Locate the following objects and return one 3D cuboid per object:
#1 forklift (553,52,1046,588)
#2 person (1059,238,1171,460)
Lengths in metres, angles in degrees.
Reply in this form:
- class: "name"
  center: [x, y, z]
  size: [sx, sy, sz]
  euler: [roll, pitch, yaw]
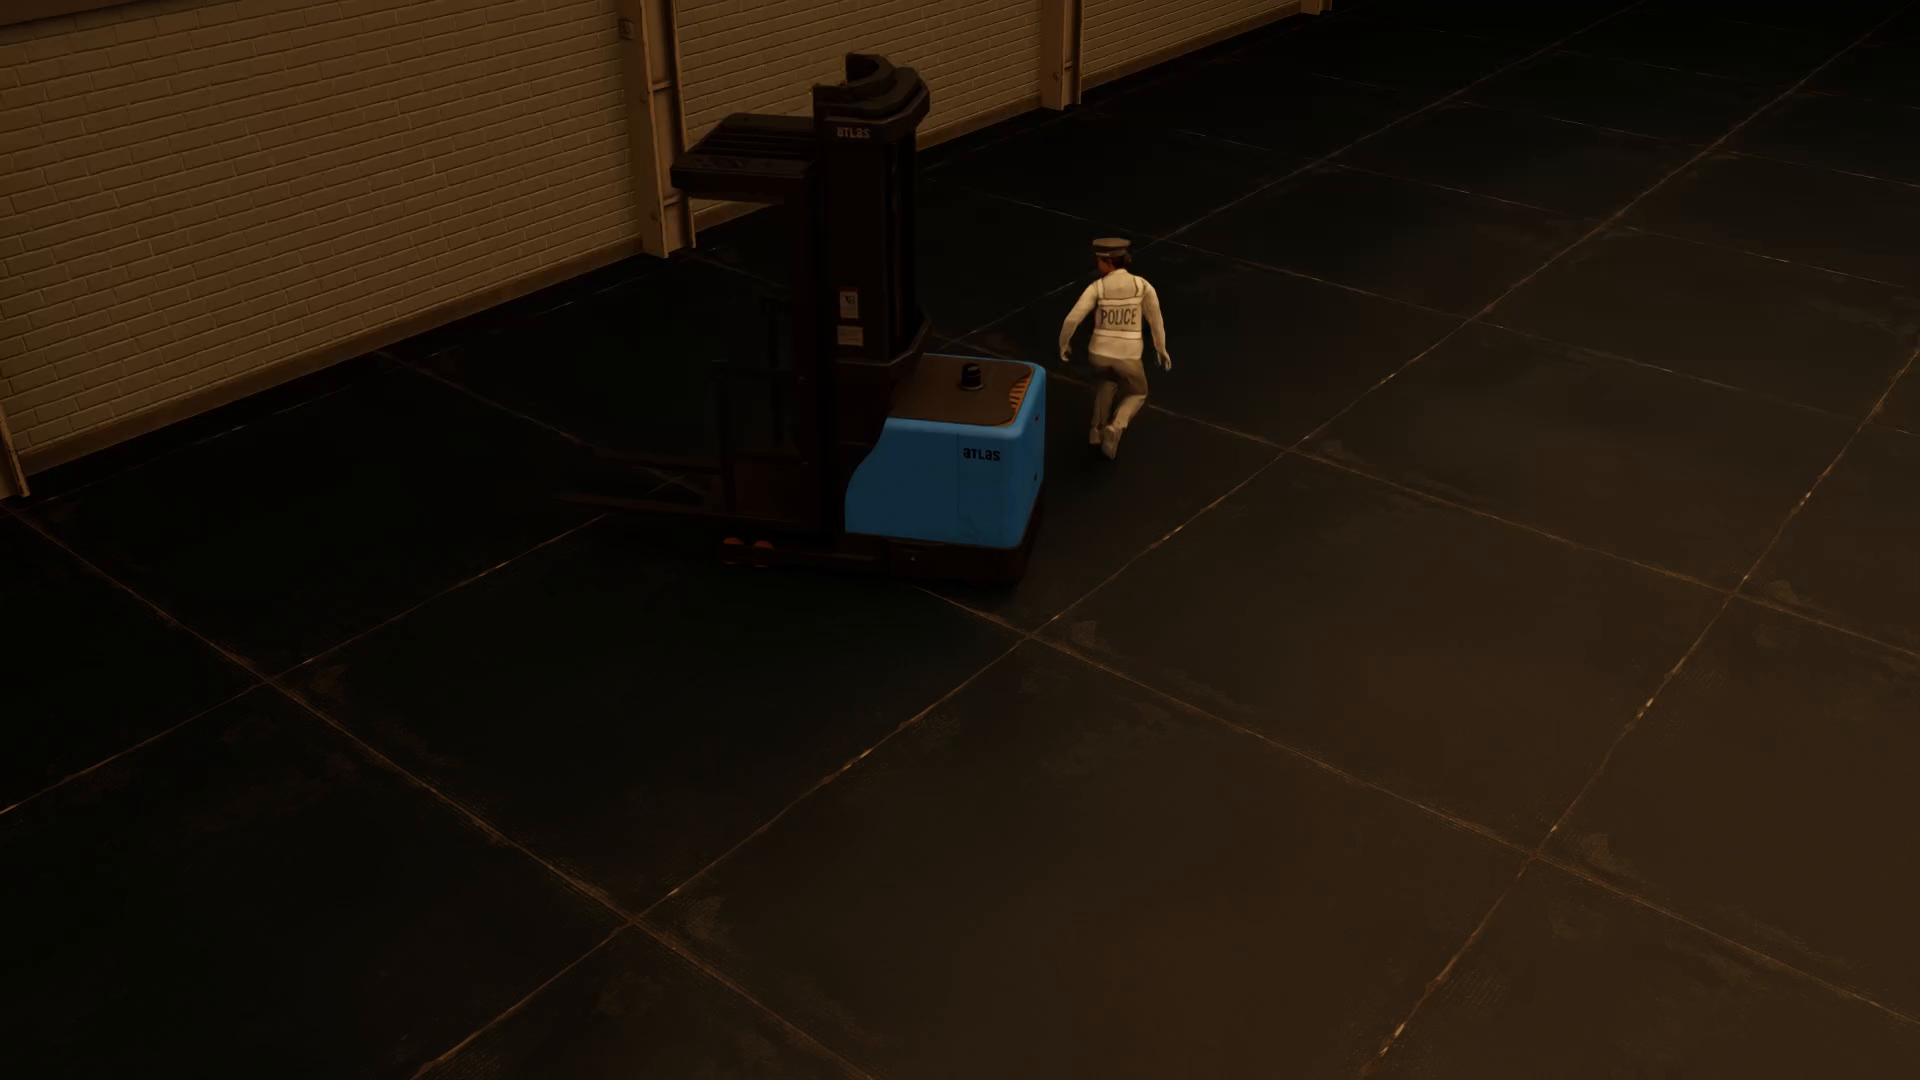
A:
- class: "forklift"
  center: [-1.027, -1.346, 9.898]
  size: [3.031, 2.935, 1.130]
  euler: [6, 31, 10]
- class: "person"
  center: [1.042, -1.284, 11.278]
  size: [0.757, 1.466, 0.610]
  euler: [7, 31, 12]
